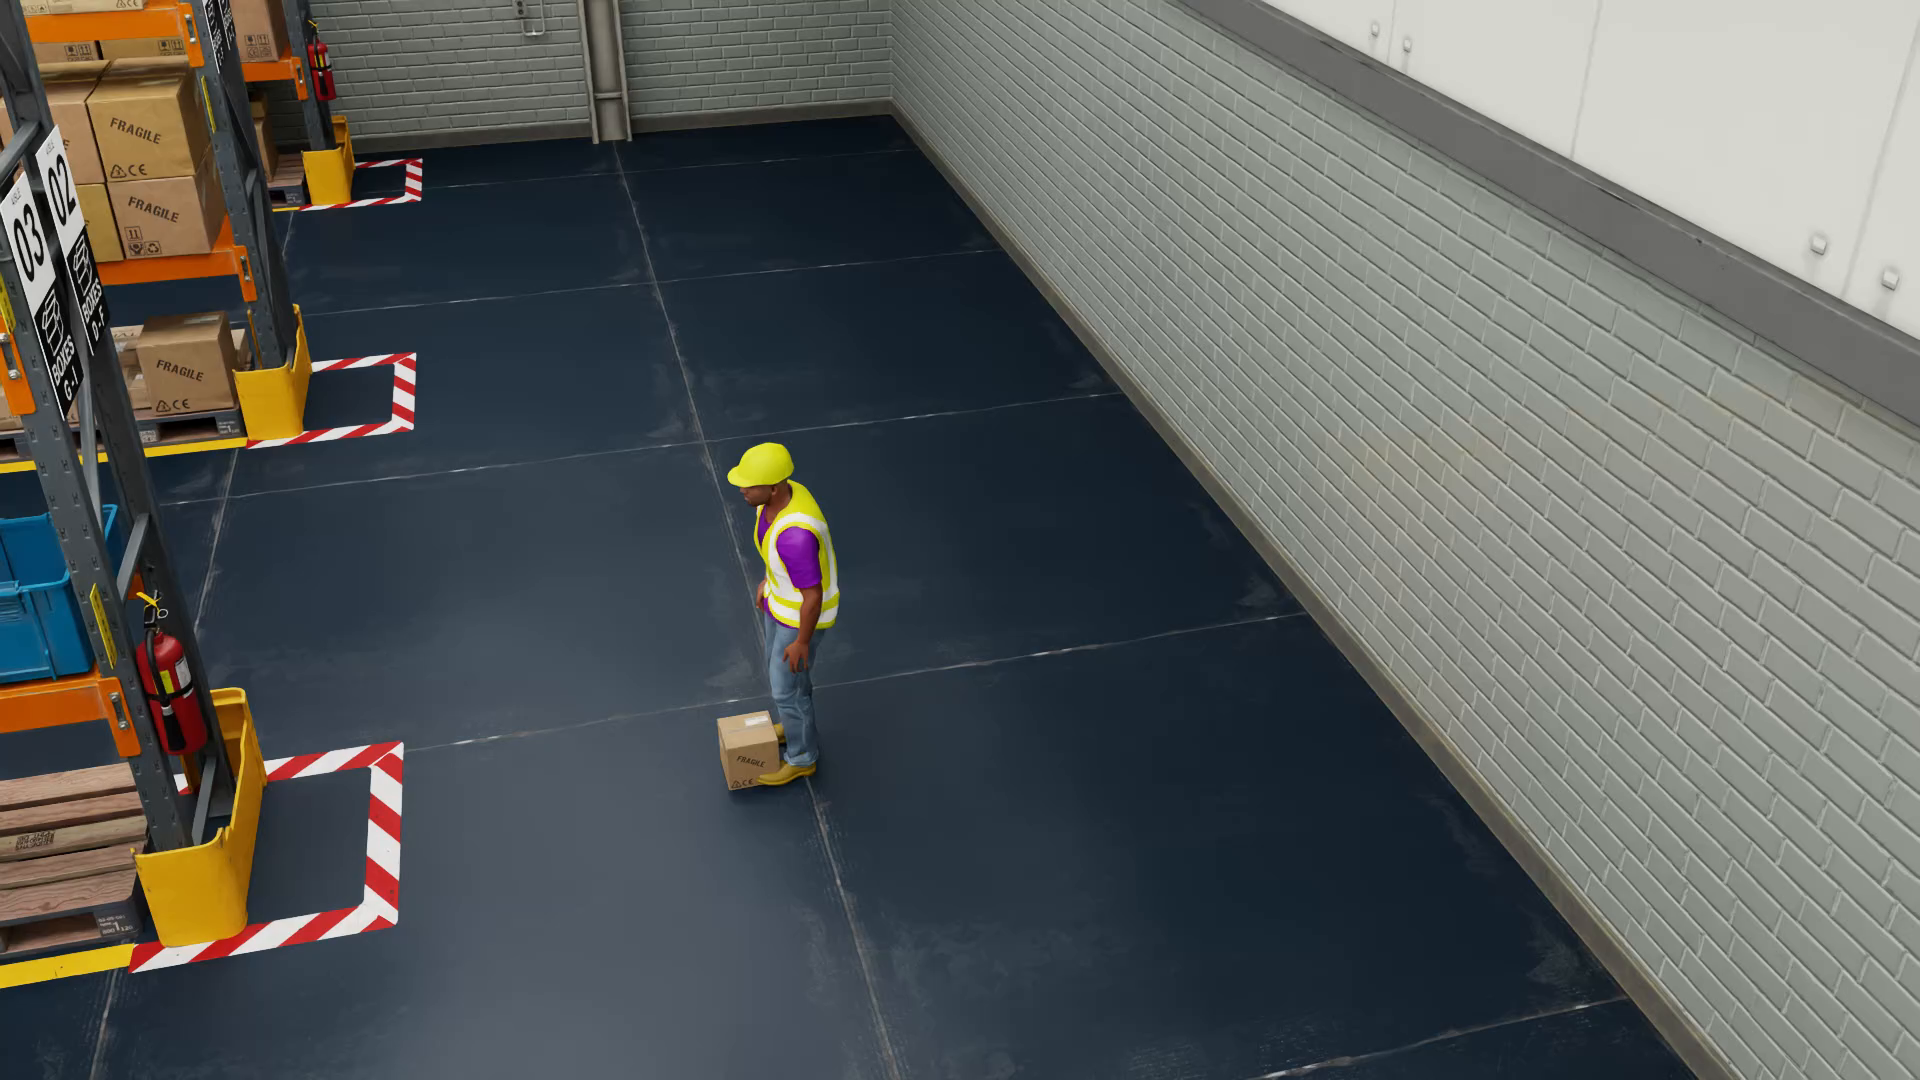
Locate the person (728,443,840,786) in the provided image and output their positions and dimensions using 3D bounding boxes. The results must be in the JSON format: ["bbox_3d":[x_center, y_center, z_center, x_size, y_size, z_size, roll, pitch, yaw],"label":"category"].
[{"bbox_3d":[-0.796,0.328,7.657,0.456,1.760,0.635,-10,31,-16],"label":"person"}]
